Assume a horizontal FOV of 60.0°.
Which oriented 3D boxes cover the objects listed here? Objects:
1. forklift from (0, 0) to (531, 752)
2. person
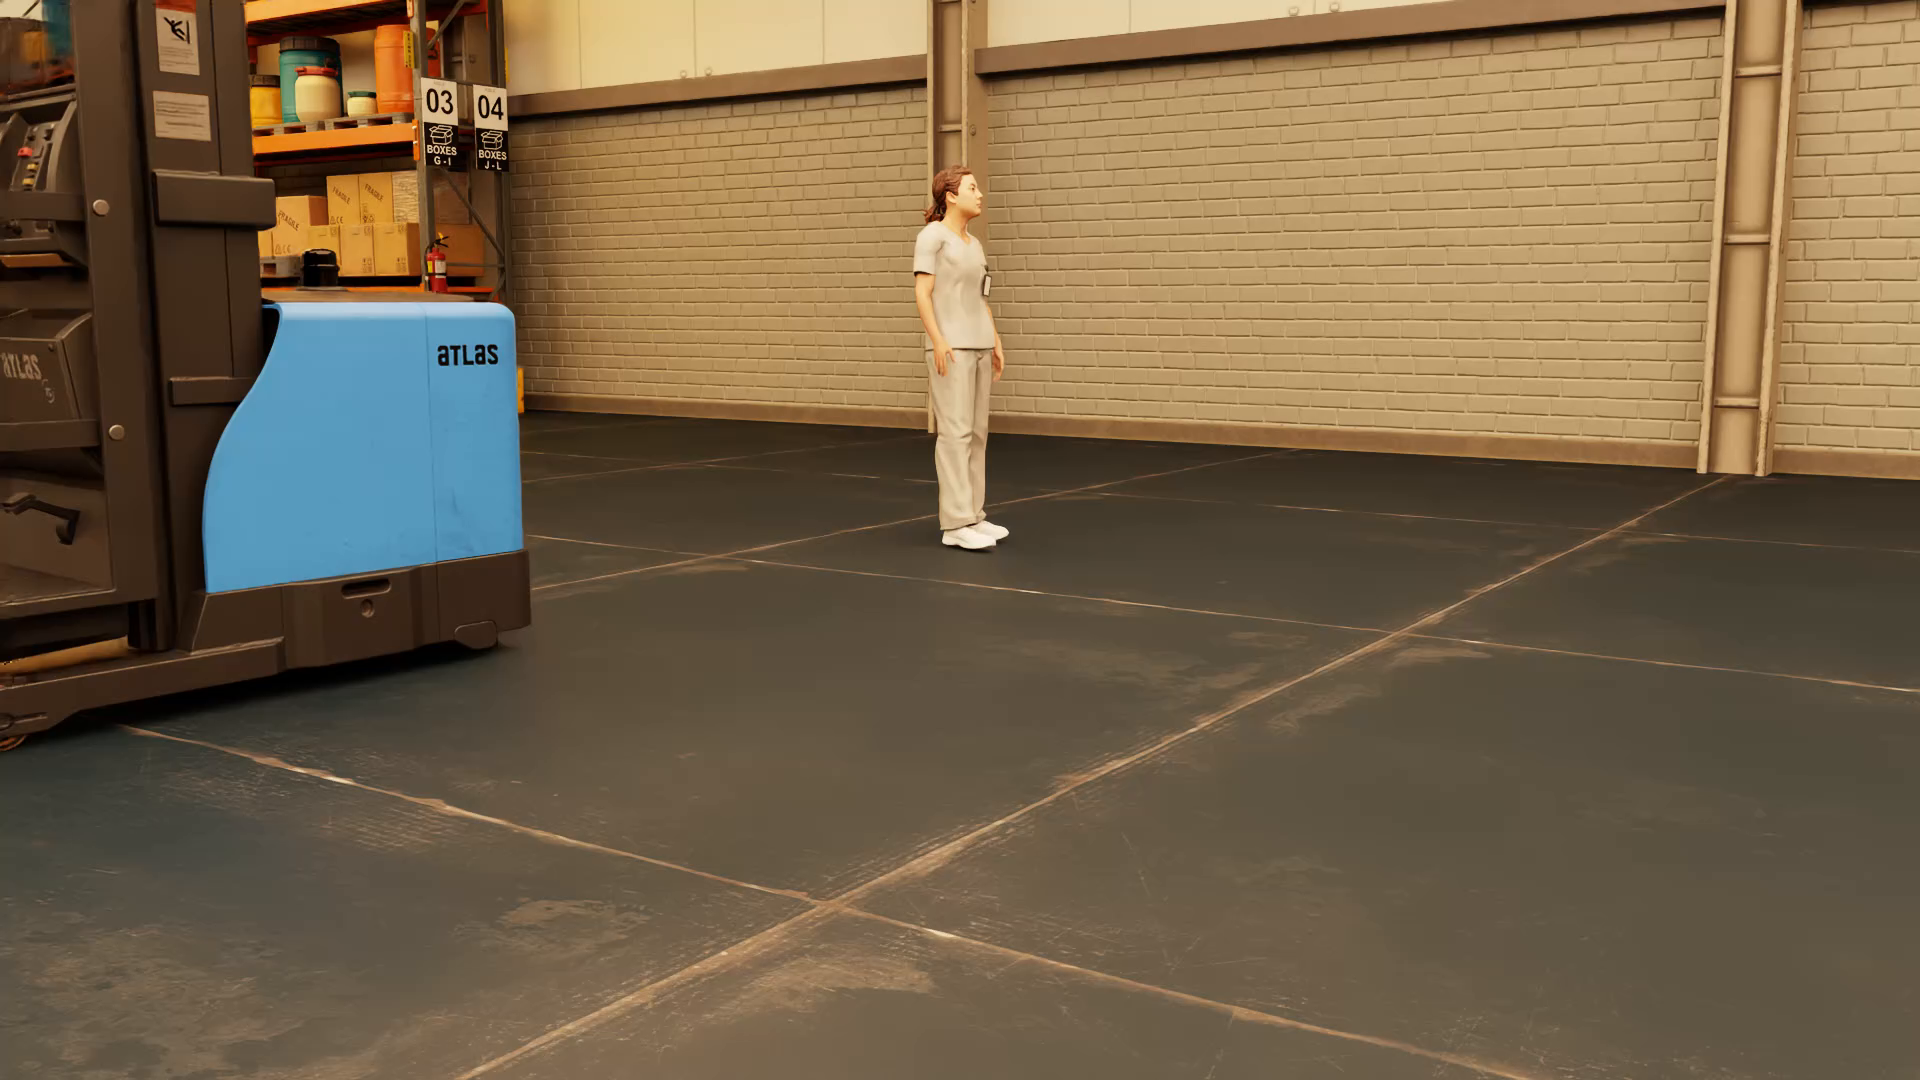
[{"bbox_3d":[-2.667,-0.997,4.201,1.130,2.935,3.031,7,10,39],"label":"forklift"},{"bbox_3d":[0.054,-0.830,7.432,0.548,1.673,0.549,5,10,34],"label":"person"}]
